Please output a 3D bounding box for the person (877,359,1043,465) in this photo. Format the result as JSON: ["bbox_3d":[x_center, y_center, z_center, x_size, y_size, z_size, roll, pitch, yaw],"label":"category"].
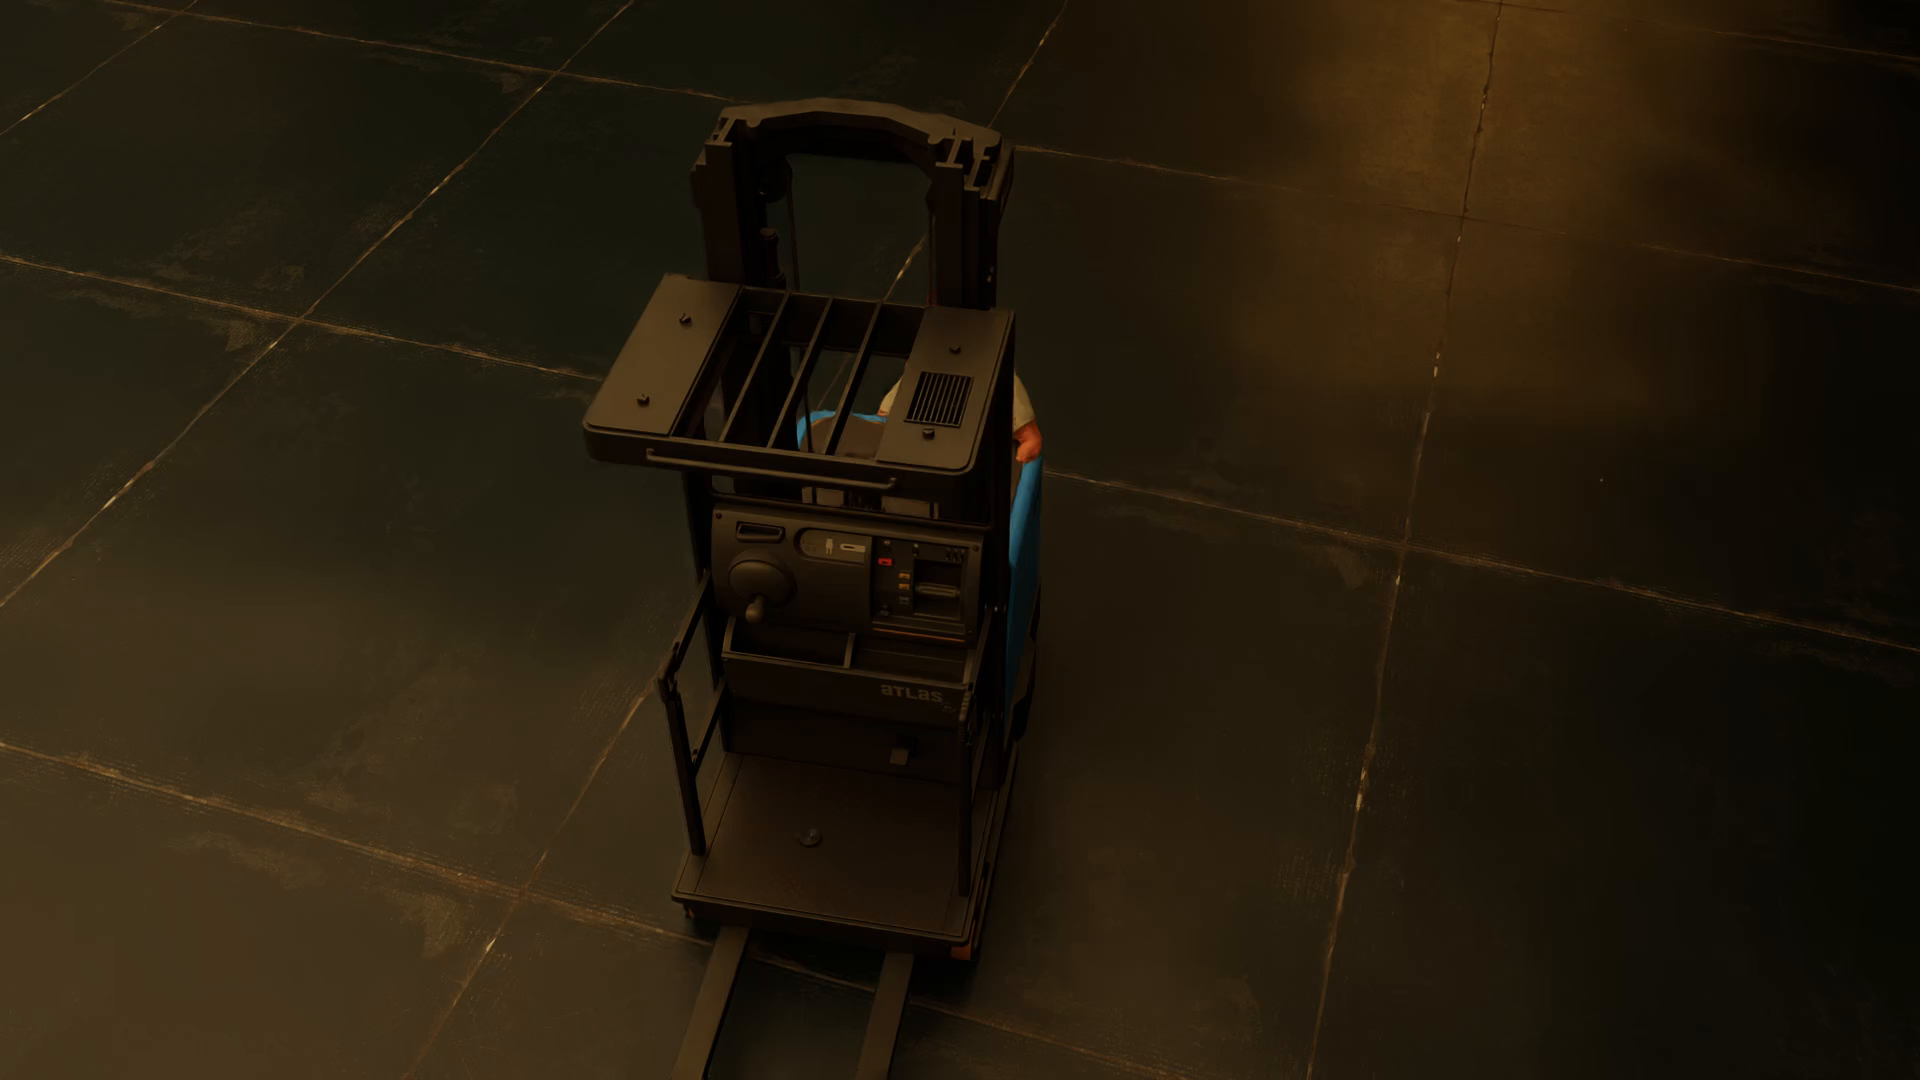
[{"bbox_3d":[-0.119,-0.196,6.900,0.902,1.585,0.789,25,48,25],"label":"person"}]

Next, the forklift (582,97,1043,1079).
[{"bbox_3d":[-0.422,0.208,5.465,1.130,2.935,3.031,7,43,8],"label":"forklift"}]
